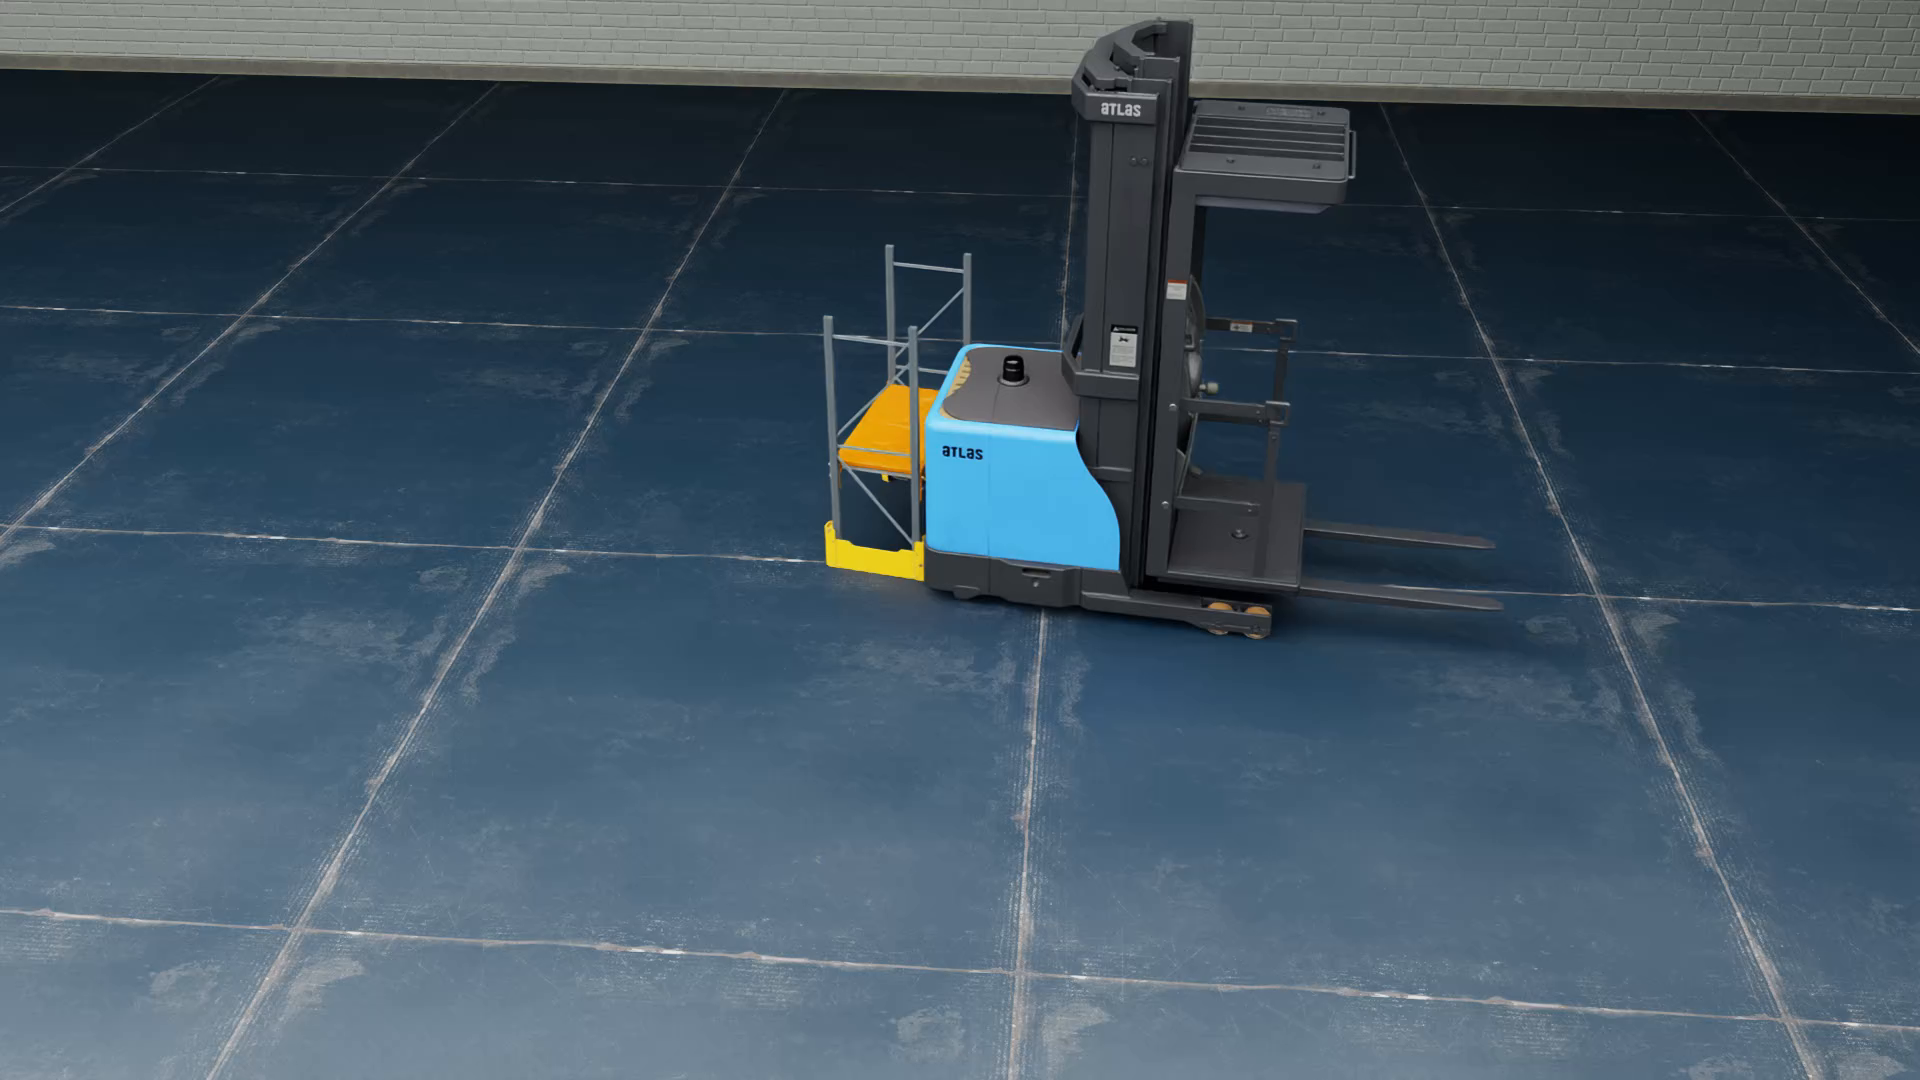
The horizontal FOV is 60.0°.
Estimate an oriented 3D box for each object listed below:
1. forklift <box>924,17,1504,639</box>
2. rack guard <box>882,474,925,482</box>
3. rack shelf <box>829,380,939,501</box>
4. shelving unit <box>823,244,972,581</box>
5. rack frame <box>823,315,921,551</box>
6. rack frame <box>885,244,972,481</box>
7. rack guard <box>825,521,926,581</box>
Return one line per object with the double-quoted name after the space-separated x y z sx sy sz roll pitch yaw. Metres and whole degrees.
1.375 -1.037 8.419 3.031 2.935 1.130 6 32 10 "forklift"
-0.182 -0.443 10.010 0.587 0.250 0.087 9 33 14 "rack guard"
-0.317 -0.575 9.377 0.538 0.185 1.000 9 33 14 "rack shelf"
-0.320 -0.724 9.275 0.587 1.500 1.083 9 33 14 "shelving unit"
-0.457 -0.472 8.866 0.500 1.500 0.032 9 33 14 "rack frame"
-0.177 -0.985 9.698 0.500 1.500 0.032 9 33 14 "rack frame"
-0.457 0.060 9.195 0.587 0.250 0.087 9 33 14 "rack guard"
